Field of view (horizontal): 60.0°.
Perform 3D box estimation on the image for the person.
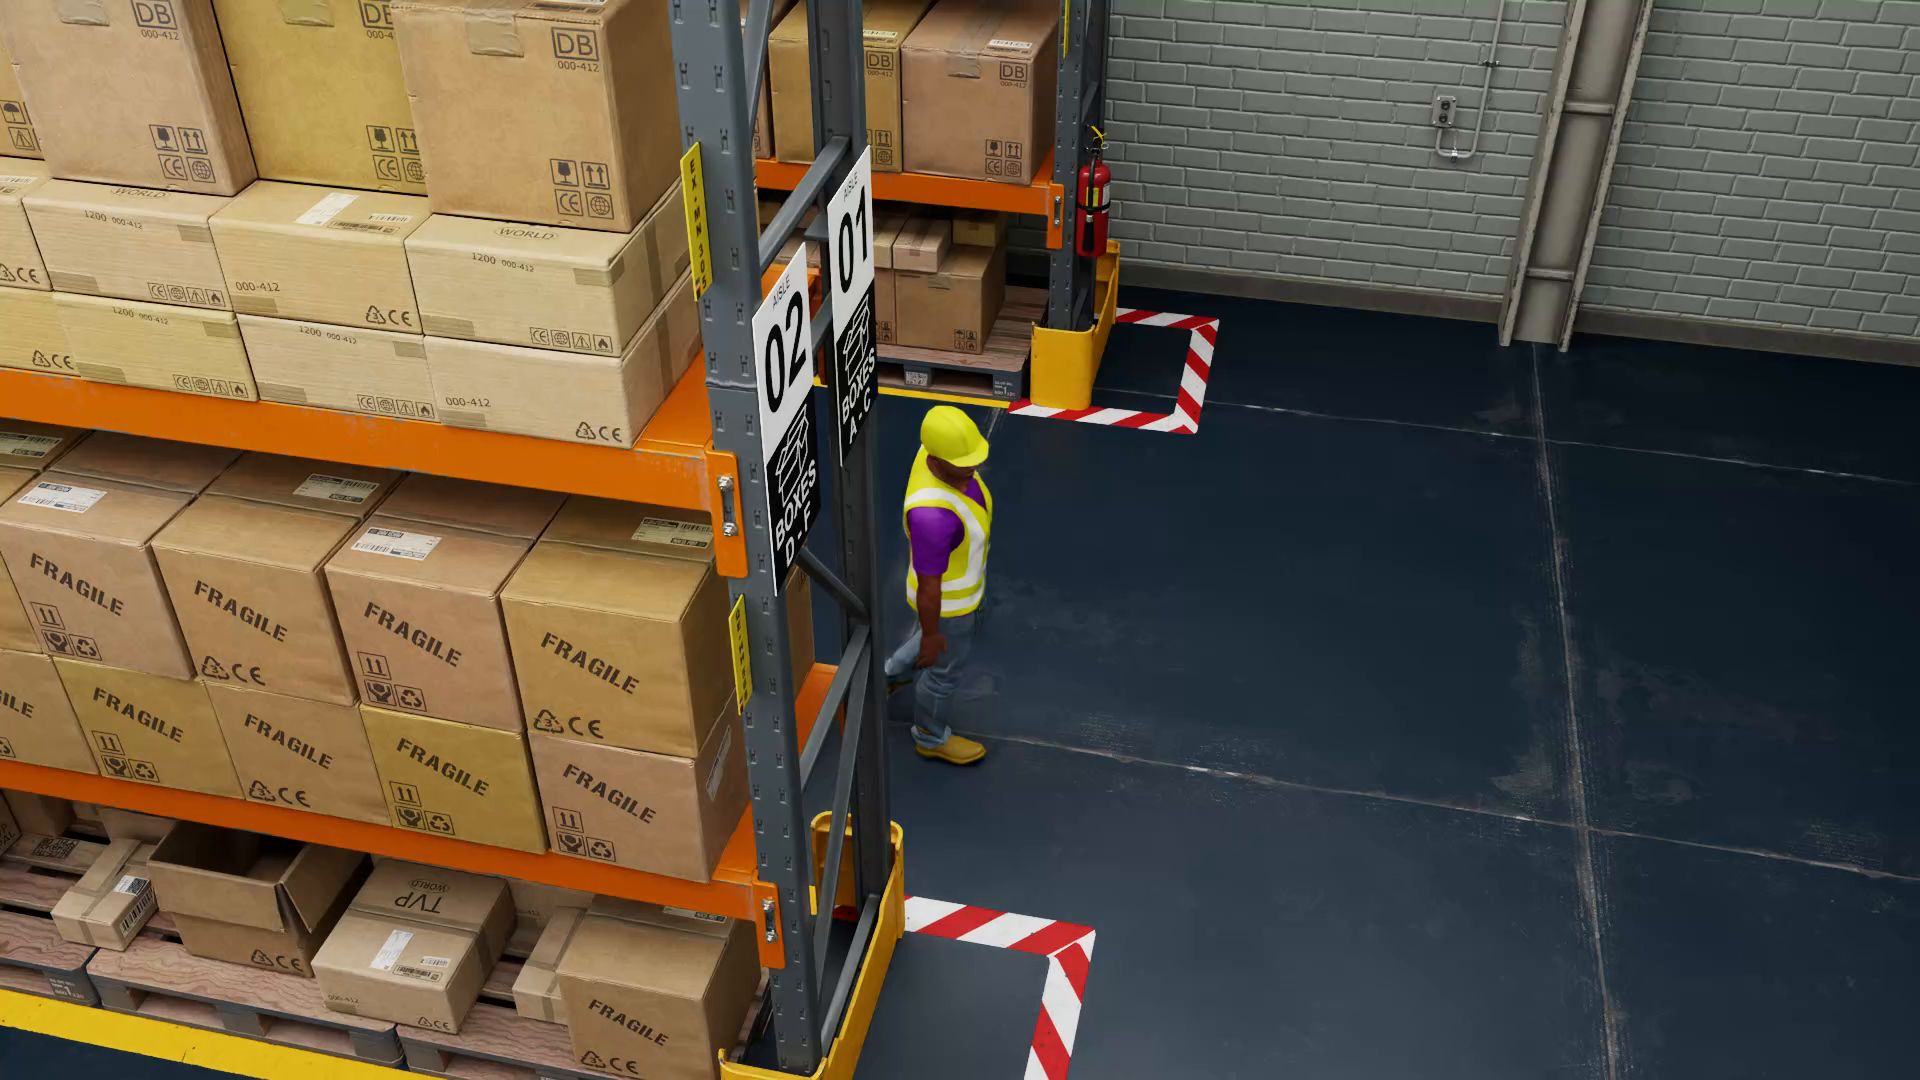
[{"bbox_3d":[-0.130,0.157,6.723,0.515,1.767,0.746,2,36,3],"label":"person"}]
